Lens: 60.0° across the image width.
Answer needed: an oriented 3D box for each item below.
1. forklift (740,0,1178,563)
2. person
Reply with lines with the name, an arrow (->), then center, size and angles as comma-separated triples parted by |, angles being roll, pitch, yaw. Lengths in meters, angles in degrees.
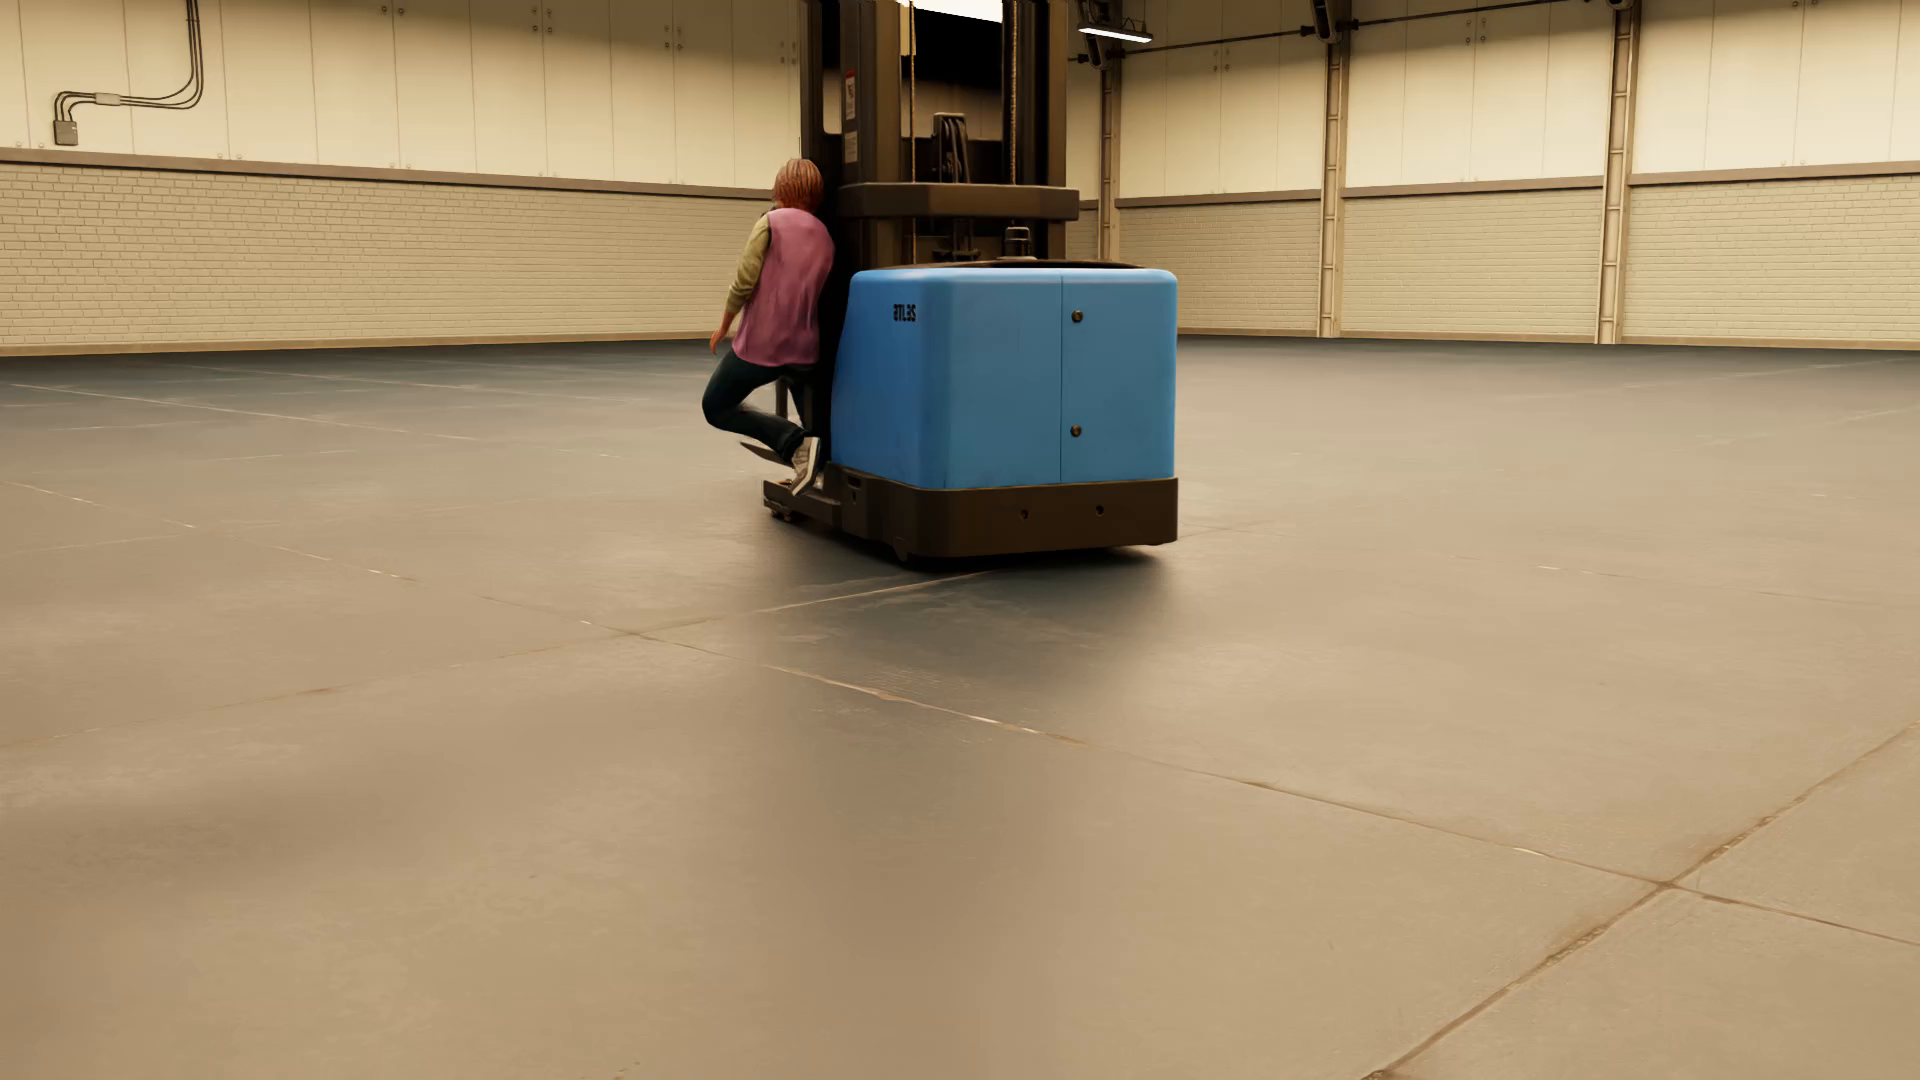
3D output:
forklift -> -0.229, -1.548, 7.157 | 1.130, 2.935, 3.031 | -4, 9, -23
person -> -0.718, -0.856, 6.733 | 0.666, 1.330, 0.570 | -7, 11, -38
